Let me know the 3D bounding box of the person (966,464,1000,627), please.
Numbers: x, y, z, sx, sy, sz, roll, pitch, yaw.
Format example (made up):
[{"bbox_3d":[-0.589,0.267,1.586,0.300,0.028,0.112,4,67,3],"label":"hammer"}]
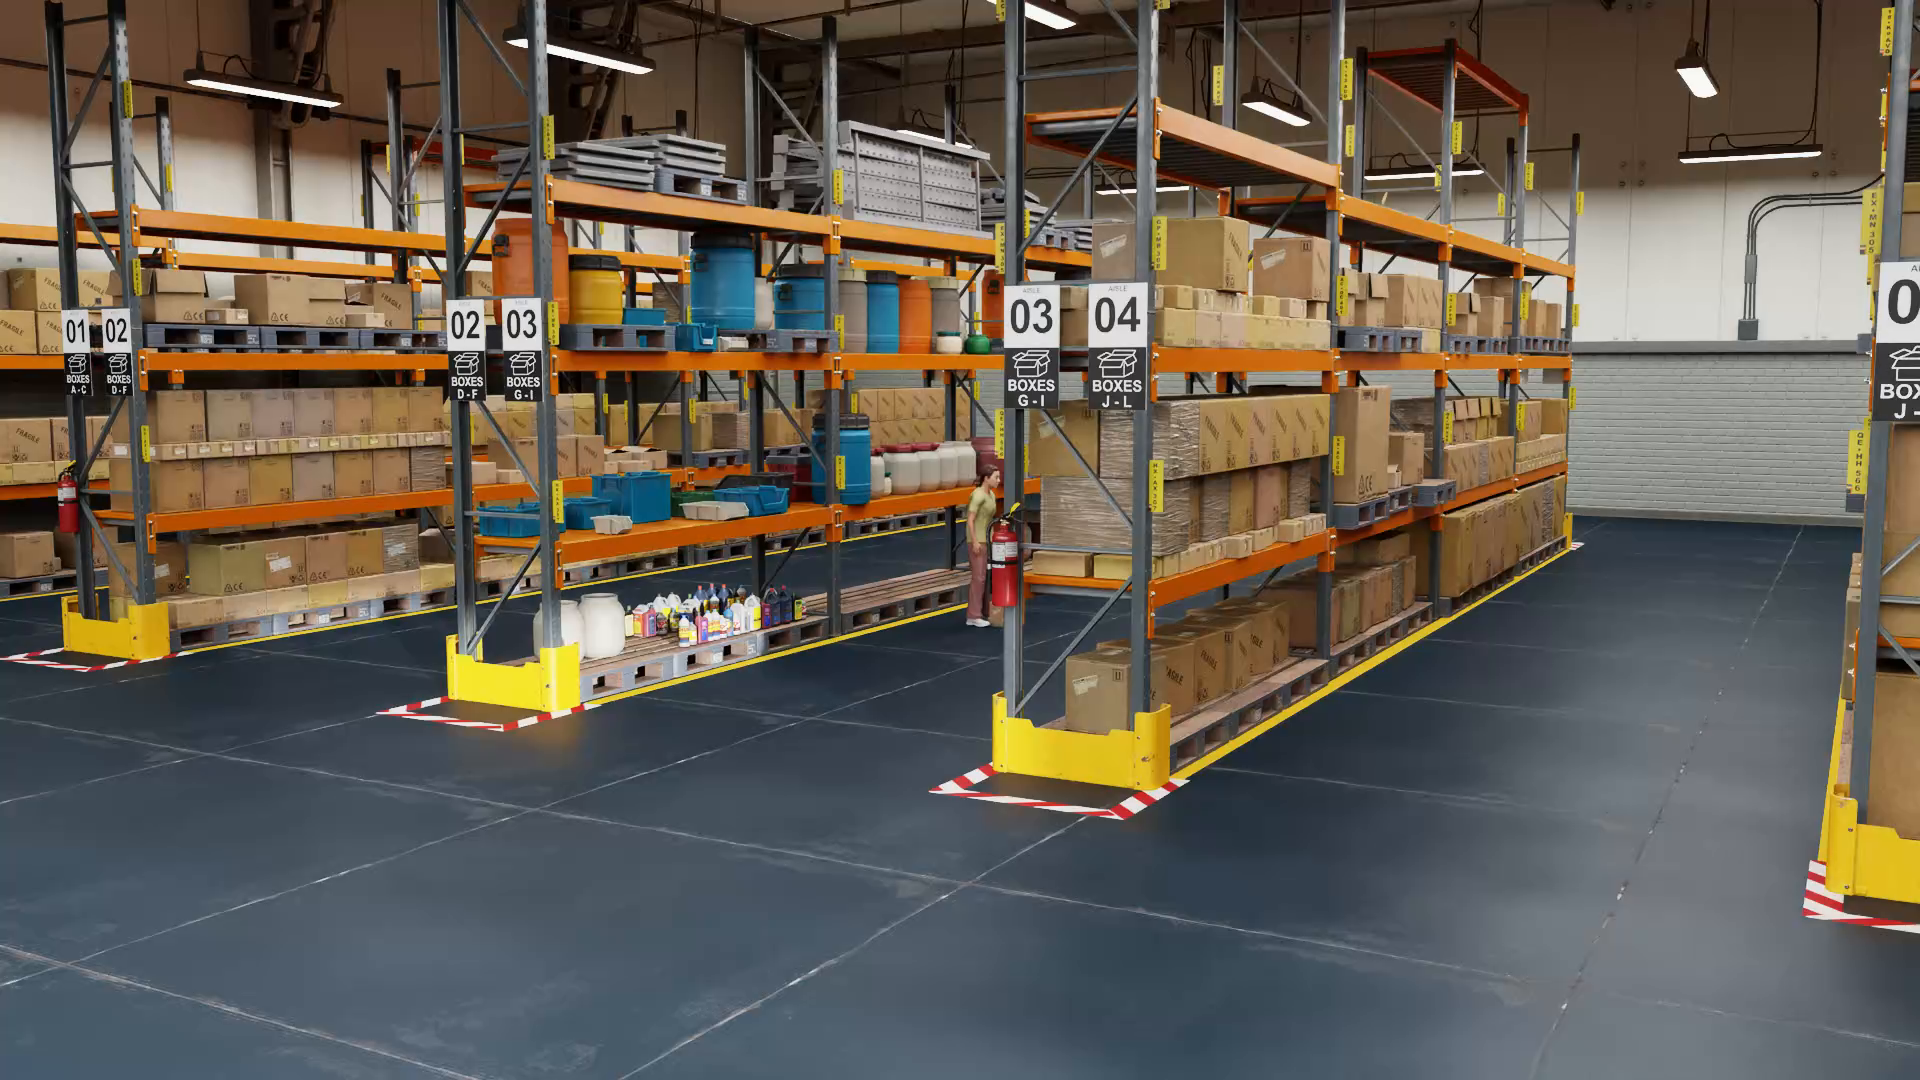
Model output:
[{"bbox_3d":[0.253,0.043,17.281,0.362,1.672,0.521,3,7,25],"label":"person"}]
